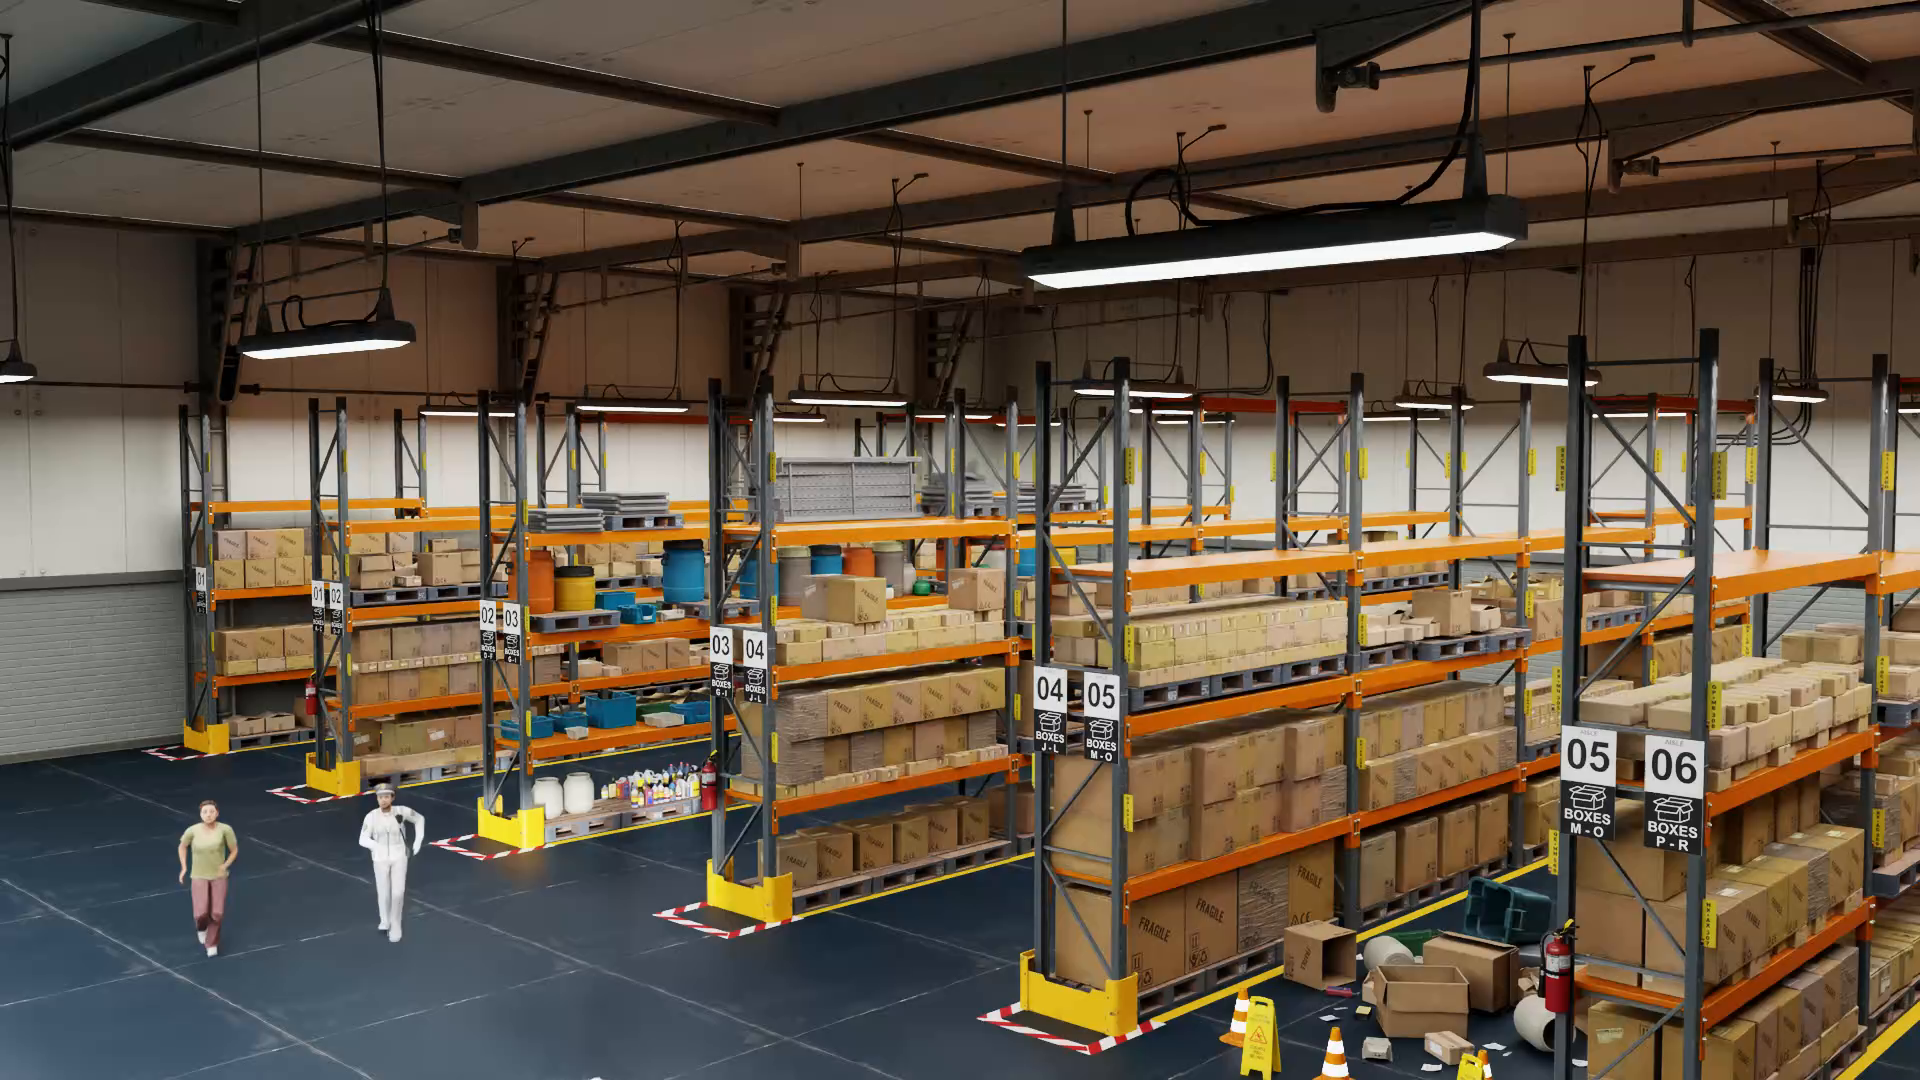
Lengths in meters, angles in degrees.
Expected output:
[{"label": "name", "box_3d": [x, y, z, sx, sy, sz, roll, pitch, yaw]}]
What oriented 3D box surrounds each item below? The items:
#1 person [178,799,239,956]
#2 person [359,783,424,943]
[{"label": "person", "box_3d": [-7.682, 3.458, 17.009, 0.570, 1.620, 0.576, -1, 3, -22]}, {"label": "person", "box_3d": [-6.007, 3.389, 17.584, 0.620, 1.693, 0.834, -1, 3, -11]}]
